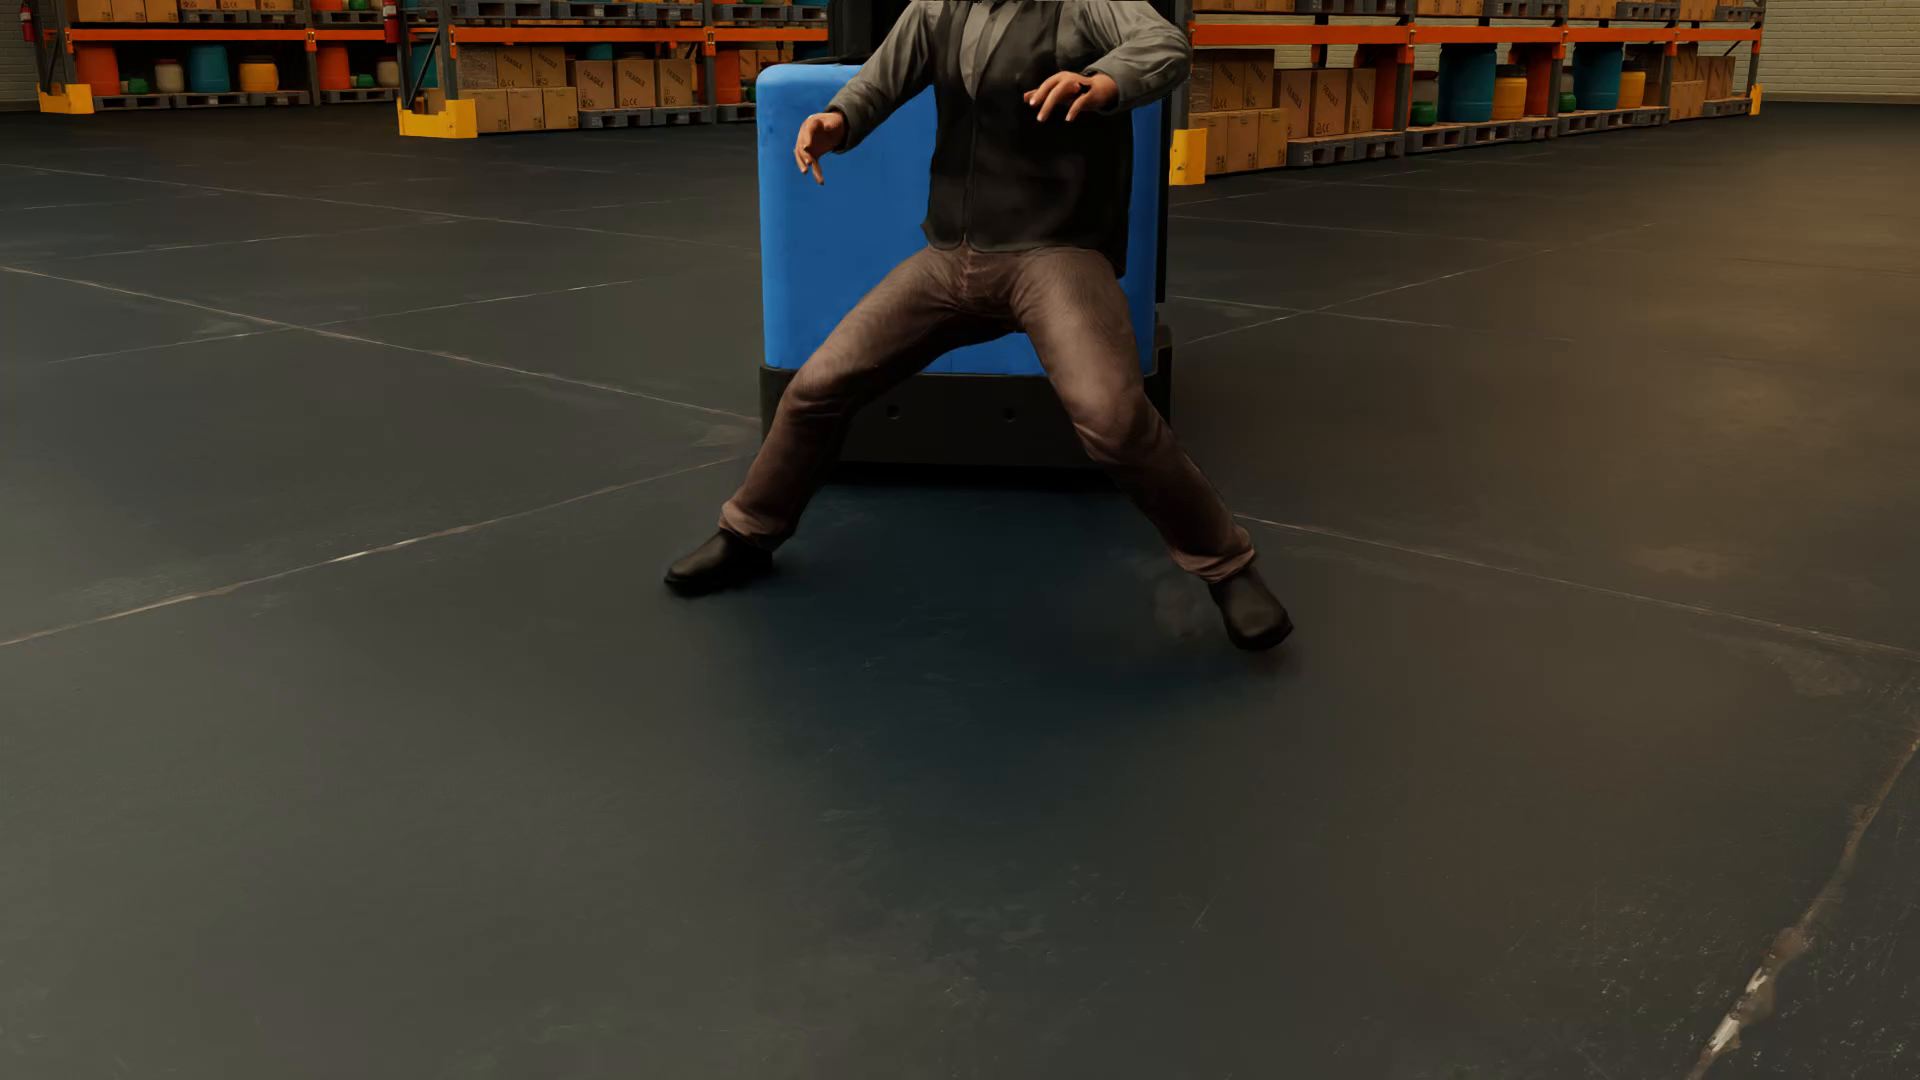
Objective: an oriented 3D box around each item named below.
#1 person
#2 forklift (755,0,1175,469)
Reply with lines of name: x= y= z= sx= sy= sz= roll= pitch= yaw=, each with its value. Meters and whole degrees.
person: x=0.038 y=-0.569 z=3.221 sx=1.265 sy=1.504 sz=0.741 roll=15 pitch=23 yaw=41
forklift: x=0.158 y=-1.966 z=5.370 sx=1.130 sy=2.935 sz=3.031 roll=2 pitch=17 yaw=7
